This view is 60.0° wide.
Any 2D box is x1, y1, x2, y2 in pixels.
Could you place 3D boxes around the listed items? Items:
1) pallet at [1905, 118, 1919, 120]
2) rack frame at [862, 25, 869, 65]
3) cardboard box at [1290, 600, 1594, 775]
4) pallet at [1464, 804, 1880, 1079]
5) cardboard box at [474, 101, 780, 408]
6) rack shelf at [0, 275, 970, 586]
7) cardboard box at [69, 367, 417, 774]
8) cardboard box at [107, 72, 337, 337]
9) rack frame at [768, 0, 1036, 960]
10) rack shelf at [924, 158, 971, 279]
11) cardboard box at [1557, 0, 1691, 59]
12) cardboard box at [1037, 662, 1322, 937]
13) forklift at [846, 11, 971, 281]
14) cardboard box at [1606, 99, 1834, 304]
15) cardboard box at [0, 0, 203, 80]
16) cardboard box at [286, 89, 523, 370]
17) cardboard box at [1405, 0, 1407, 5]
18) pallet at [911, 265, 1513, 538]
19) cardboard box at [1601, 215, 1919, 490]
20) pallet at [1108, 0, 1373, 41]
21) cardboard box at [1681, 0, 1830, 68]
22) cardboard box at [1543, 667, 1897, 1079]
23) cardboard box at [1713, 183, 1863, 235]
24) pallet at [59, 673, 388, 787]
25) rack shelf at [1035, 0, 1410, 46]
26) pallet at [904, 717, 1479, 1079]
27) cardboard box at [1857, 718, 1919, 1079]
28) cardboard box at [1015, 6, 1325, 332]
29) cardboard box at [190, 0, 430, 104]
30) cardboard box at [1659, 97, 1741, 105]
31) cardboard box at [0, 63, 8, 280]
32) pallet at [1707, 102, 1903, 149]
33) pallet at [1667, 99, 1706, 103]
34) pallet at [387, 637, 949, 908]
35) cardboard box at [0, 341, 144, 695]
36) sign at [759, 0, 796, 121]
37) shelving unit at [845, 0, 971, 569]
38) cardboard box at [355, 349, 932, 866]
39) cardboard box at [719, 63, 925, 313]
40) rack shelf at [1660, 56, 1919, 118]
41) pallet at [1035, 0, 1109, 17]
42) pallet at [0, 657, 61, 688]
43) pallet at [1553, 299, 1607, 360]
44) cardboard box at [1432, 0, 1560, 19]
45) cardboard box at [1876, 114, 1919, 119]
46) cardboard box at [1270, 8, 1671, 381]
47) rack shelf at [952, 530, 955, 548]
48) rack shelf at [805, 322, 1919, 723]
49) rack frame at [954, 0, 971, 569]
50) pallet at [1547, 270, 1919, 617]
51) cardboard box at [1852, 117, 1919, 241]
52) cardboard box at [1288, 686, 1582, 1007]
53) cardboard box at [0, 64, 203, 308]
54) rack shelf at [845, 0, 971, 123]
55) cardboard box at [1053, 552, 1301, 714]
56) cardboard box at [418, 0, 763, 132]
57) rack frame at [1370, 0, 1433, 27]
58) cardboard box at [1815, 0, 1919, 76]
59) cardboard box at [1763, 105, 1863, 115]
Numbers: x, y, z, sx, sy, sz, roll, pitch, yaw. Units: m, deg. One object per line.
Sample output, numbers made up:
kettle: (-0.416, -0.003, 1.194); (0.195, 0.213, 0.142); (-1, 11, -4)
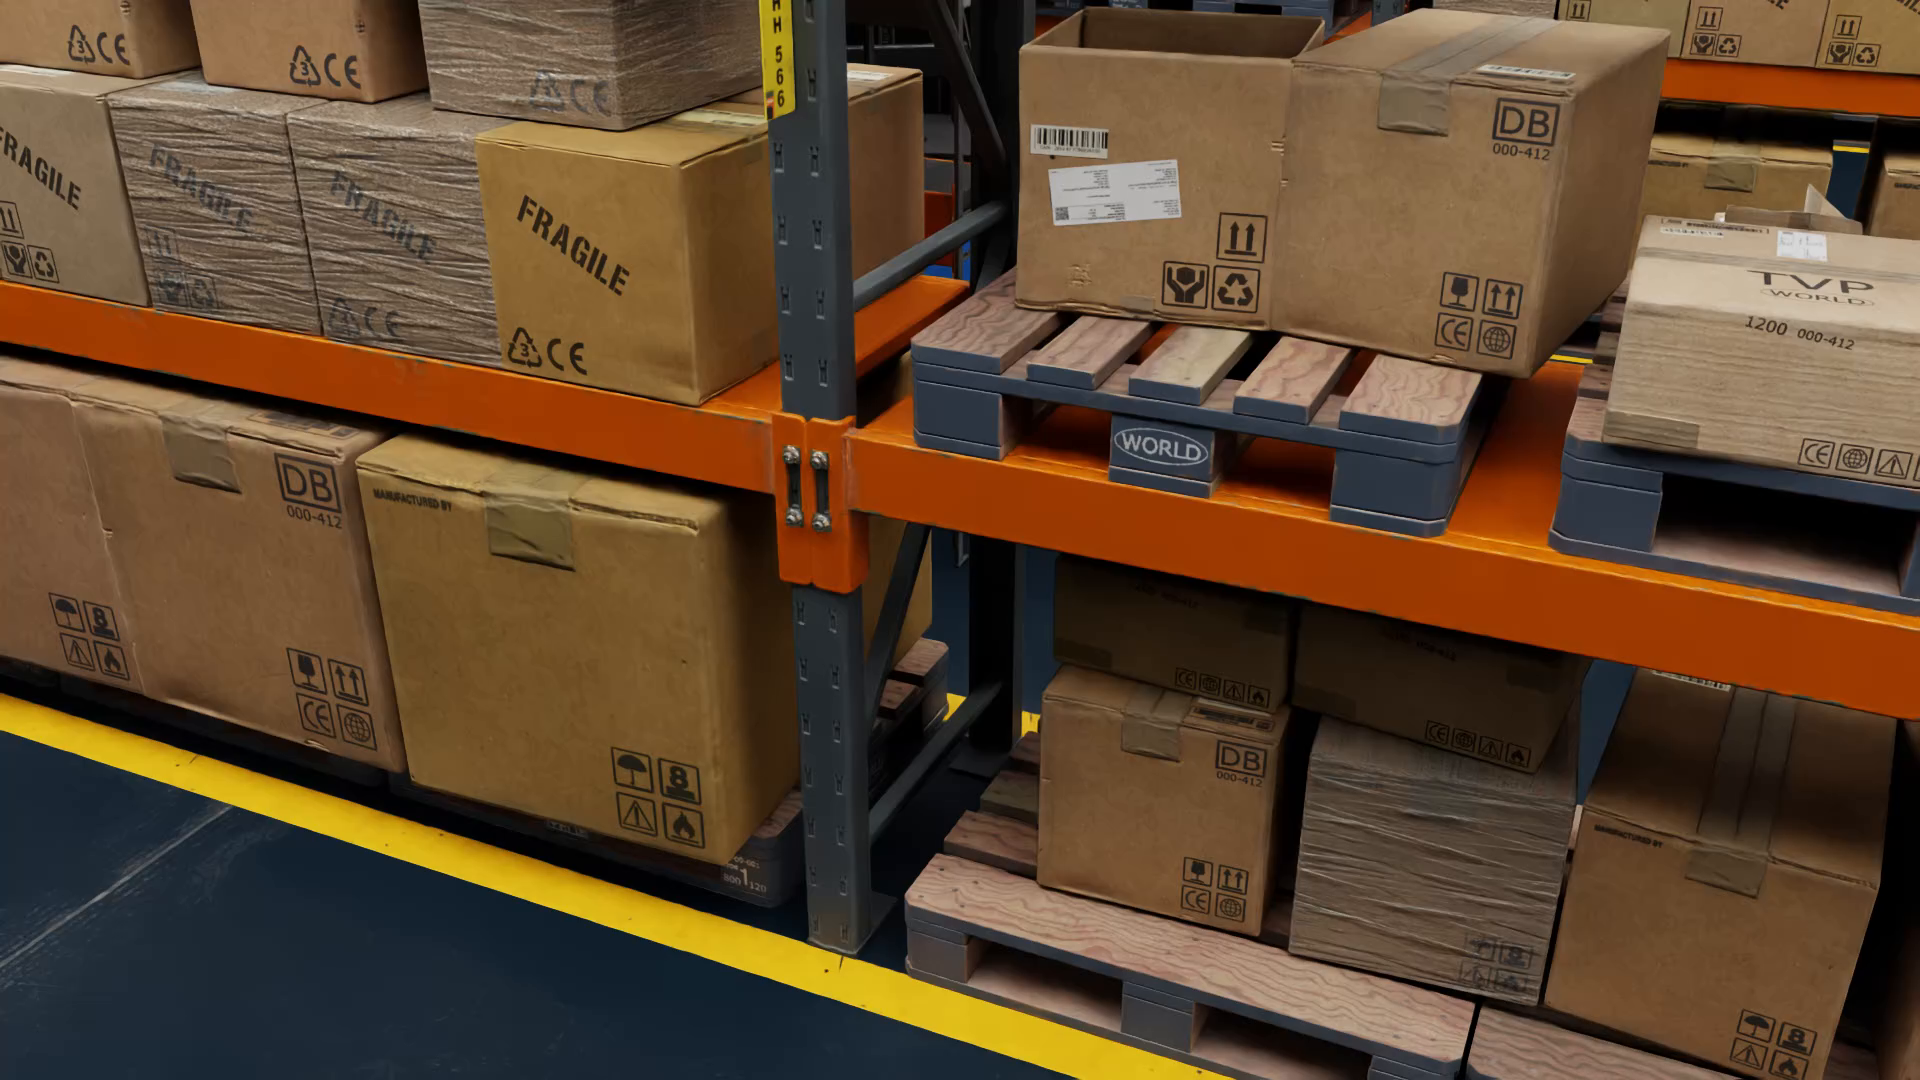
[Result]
pallet: (6.945, -2.743, 11.082); (1.213, 0.211, 1.003); (11, 28, 22)
rack frame: (-0.373, -1.017, 5.438); (0.015, 2.100, 0.400); (11, 28, 22)
cardboard box: (1.020, 0.192, 3.446); (0.500, 0.250, 0.500); (15, 30, 28)
pallet: (1.728, 1.020, 3.440); (1.213, 0.211, 1.003); (11, 28, 22)
cardboard box: (-0.641, -0.634, 3.529); (0.500, 0.500, 0.500); (12, 29, 23)
rack shelf: (-1.910, -0.642, 4.472); (4.000, 0.370, 1.077); (11, 28, 22)
cardboard box: (-1.517, -0.134, 4.557); (0.875, 0.875, 1.225); (11, 28, 22)
cardboard box: (-1.567, -0.821, 3.909); (0.500, 0.500, 0.500); (10, 28, 20)
rack frame: (-0.089, -0.599, 3.570); (0.127, 3.000, 1.000); (11, 28, 22)
rack shelf: (-0.151, -0.960, 5.354); (0.480, 0.518, 0.431); (11, 28, 22)
cardboard box: (2.817, -2.337, 6.987); (0.500, 0.500, 0.500); (11, 28, 21)
cardboard box: (0.529, 0.440, 3.792); (0.500, 0.500, 0.700); (10, 28, 19)
forklift: (-0.401, -2.343, 7.190); (1.130, 2.935, 3.031); (-4, 27, -9)
cardboard box: (3.370, -1.448, 7.366); (0.750, 0.750, 1.050); (12, 29, 23)
cardboard box: (-1.954, -1.474, 4.099); (0.637, 0.503, 0.797); (12, 29, 23)
cardboard box: (-1.093, -0.728, 3.719); (0.500, 0.500, 0.500); (11, 28, 21)
cardboard box: (3.418, -3.978, 12.364); (0.875, 0.875, 0.875); (11, 28, 21)
pallet: (0.603, -0.425, 3.435); (1.003, 0.211, 1.213); (11, 28, 22)
cardboard box: (1.341, -0.321, 2.700); (0.500, 0.250, 0.500); (11, 28, 20)
pallet: (1.363, -2.576, 7.803); (1.003, 0.211, 1.213); (11, 28, 22)
cardboard box: (3.276, -2.244, 6.800); (0.500, 0.500, 0.500); (11, 28, 22)
cardboard box: (1.558, 0.637, 3.392); (0.500, 0.500, 0.700); (14, 29, 26)
cardboard box: (1.540, -0.530, 3.108); (0.258, 0.266, 0.396); (11, 28, 20)
pallet: (-1.882, 0.254, 4.994); (1.213, 0.211, 1.003); (11, 28, 22)
rack shelf: (0.235, -2.617, 8.485); (4.000, 0.370, 1.077); (11, 28, 22)
pallet: (0.621, 0.796, 3.894); (1.213, 0.211, 1.003); (11, 28, 22)
cardboard box: (2.066, 0.739, 3.185); (0.500, 0.500, 0.700); (9, 28, 17)
cardboard box: (0.419, -0.749, 3.287); (0.500, 0.500, 0.500); (8, 27, 15)
cardboard box: (-1.340, -1.354, 3.855); (0.637, 0.503, 0.797); (12, 29, 23)
cardboard box: (5.198, -3.354, 11.665); (0.625, 0.372, 0.950); (11, 28, 21)
cardboard box: (-2.502, -1.007, 4.286); (0.500, 0.500, 0.500); (11, 28, 21)
pallet: (5.830, -2.965, 11.534); (1.213, 0.211, 1.003); (11, 28, 22)
pallet: (4.723, -3.189, 11.988); (1.213, 0.211, 1.003); (11, 28, 22)
pallet: (-0.776, 0.478, 4.540); (1.213, 0.211, 1.003); (11, 28, 22)
cardboard box: (-2.326, -0.293, 4.879); (0.875, 0.875, 1.225); (10, 28, 20)
sign: (-0.316, -0.894, 2.860); (0.005, 0.325, 0.100); (11, 28, 22)
shelving unit: (-0.151, -0.972, 5.348); (0.503, 2.100, 0.431); (11, 28, 22)
cardboard box: (-0.709, 0.032, 4.220); (0.875, 0.875, 1.225); (10, 28, 19)
cardboard box: (-0.419, -0.842, 3.951); (0.500, 0.500, 0.500); (12, 29, 23)
rack shelf: (3.876, -1.886, 6.999); (4.000, 0.370, 1.077); (11, 28, 22)
pallet: (0.237, -2.834, 8.327); (1.213, 0.211, 1.003); (11, 28, 22)
pallet: (-2.997, 0.032, 5.446); (1.213, 0.211, 1.003); (11, 28, 22)
pallet: (2.742, -1.149, 7.845); (1.213, 0.211, 1.003); (11, 28, 22)
cardboard box: (2.353, -2.429, 7.174); (0.500, 0.500, 0.500); (12, 29, 22)
cardboard box: (6.520, -3.086, 11.122); (0.625, 0.372, 0.950); (13, 29, 25)
cardboard box: (0.968, -0.687, 3.162); (0.500, 0.500, 0.700); (16, 30, 29)
rack shelf: (-0.151, -0.332, 5.663); (0.480, 0.518, 0.431); (11, 28, 22)
rack shelf: (1.731, 0.090, 2.986); (4.000, 0.370, 1.077); (11, 28, 22)
rack frame: (0.071, -0.928, 5.257); (0.015, 2.100, 0.400); (11, 28, 22)
pallet: (1.730, -0.167, 2.911); (1.213, 0.211, 1.003); (11, 28, 22)
cardboard box: (4.218, -1.277, 7.020); (0.750, 0.750, 1.050); (11, 28, 22)
cardboard box: (1.039, 0.536, 3.597); (0.500, 0.500, 0.700); (9, 28, 18)
cardboard box: (-2.029, -0.915, 4.099); (0.500, 0.500, 0.500); (12, 29, 23)
rack shelf: (-0.151, -1.588, 5.045); (0.480, 0.518, 0.431); (11, 28, 22)
cardboard box: (0.533, 0.099, 3.635); (0.500, 0.250, 0.500); (13, 29, 24)
cardboard box: (-0.748, -1.234, 3.611); (0.637, 0.503, 0.797); (12, 29, 24)
rack frame: (2.056, -2.574, 7.583); (0.127, 3.000, 1.000); (11, 28, 22)
cardboard box: (3.728, -2.152, 6.613); (0.500, 0.500, 0.500); (11, 28, 21)
cardboard box: (5.886, -3.213, 11.379); (0.625, 0.372, 0.950); (12, 29, 23)
